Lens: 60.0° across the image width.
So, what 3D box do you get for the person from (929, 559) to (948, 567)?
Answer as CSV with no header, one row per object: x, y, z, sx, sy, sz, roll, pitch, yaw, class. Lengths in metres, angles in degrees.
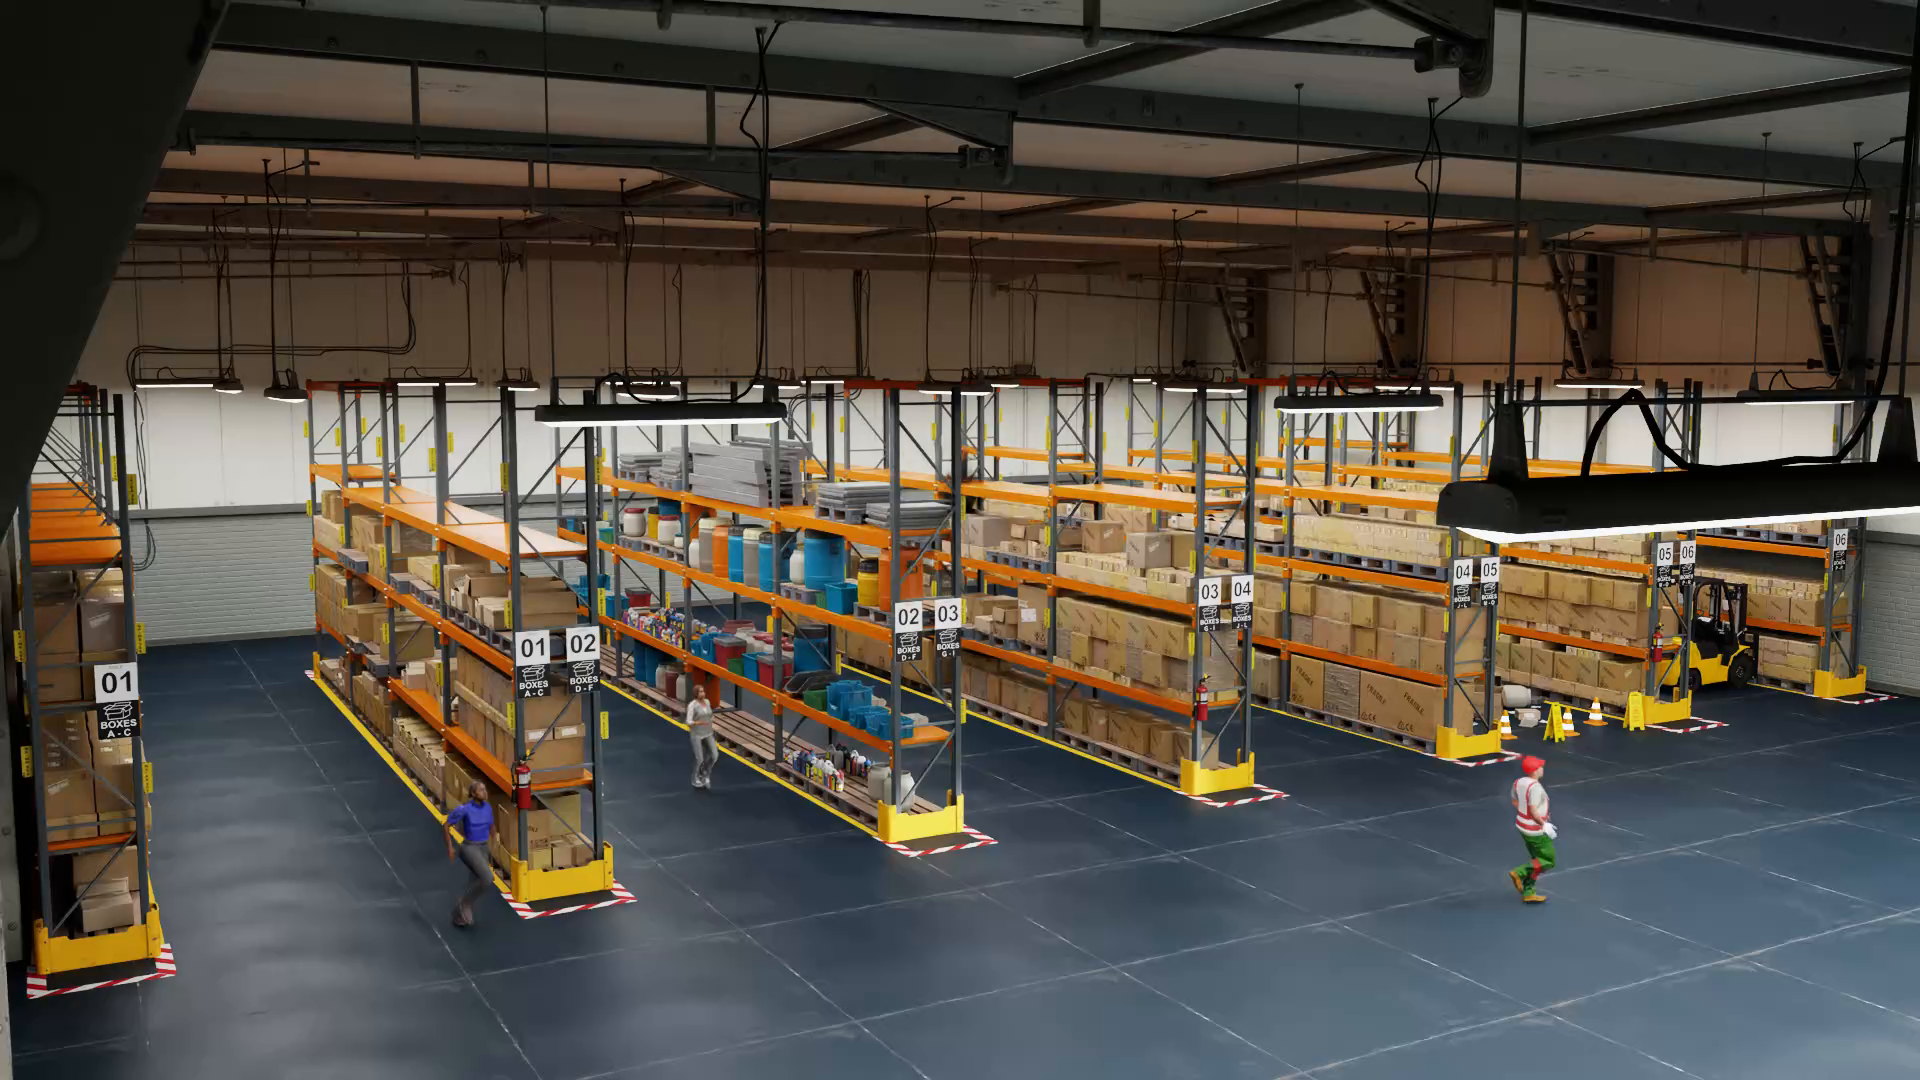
-0.576,1.078,41.757,0.585,1.688,0.810,-5,8,-38,person

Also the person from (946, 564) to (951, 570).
-0.296,1.389,38.716,0.522,1.676,0.964,-4,7,-31,person

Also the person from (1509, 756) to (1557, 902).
6.707,3.395,19.536,0.601,1.738,0.658,-1,6,-9,person

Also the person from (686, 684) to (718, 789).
-3.800,2.923,24.618,0.519,1.582,0.615,-5,8,-38,person

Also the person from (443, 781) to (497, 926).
-5.441,3.532,18.807,0.584,1.587,0.586,3,7,28,person
